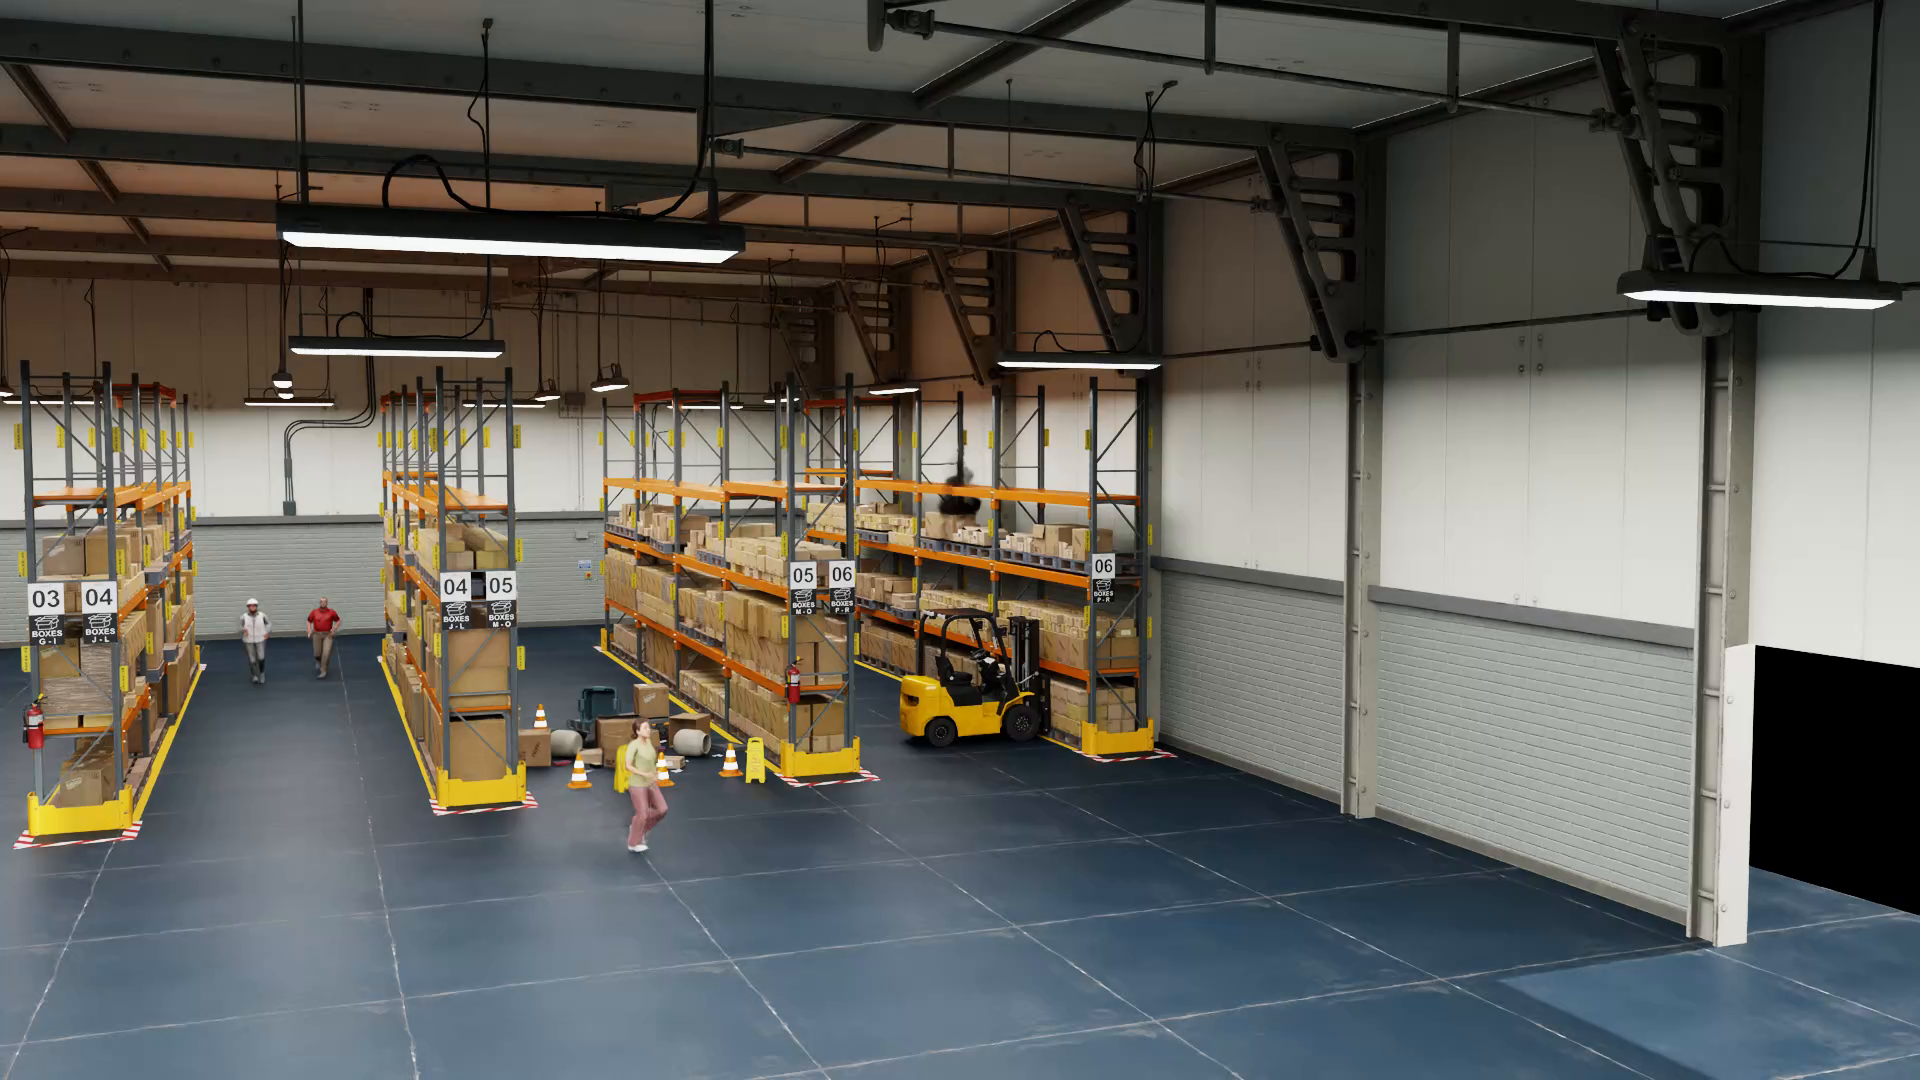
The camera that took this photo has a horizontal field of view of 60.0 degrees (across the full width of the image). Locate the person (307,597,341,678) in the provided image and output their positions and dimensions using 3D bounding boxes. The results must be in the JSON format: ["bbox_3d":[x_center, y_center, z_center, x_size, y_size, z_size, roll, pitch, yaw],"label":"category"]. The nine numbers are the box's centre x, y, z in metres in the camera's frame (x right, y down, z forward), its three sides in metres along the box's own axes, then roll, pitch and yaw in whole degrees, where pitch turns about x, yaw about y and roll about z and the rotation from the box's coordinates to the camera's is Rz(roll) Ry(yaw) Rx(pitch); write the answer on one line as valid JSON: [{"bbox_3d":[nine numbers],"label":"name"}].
[{"bbox_3d":[-13.494,2.057,35.278,0.682,1.691,0.614,-1,4,-18],"label":"person"}]

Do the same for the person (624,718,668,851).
[{"bbox_3d":[-3.806,2.963,20.138,0.550,1.623,0.617,2,4,28],"label":"person"}]

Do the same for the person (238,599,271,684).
[{"bbox_3d":[-14.427,2.081,34.020,0.633,1.767,0.689,-1,4,-21],"label":"person"}]
